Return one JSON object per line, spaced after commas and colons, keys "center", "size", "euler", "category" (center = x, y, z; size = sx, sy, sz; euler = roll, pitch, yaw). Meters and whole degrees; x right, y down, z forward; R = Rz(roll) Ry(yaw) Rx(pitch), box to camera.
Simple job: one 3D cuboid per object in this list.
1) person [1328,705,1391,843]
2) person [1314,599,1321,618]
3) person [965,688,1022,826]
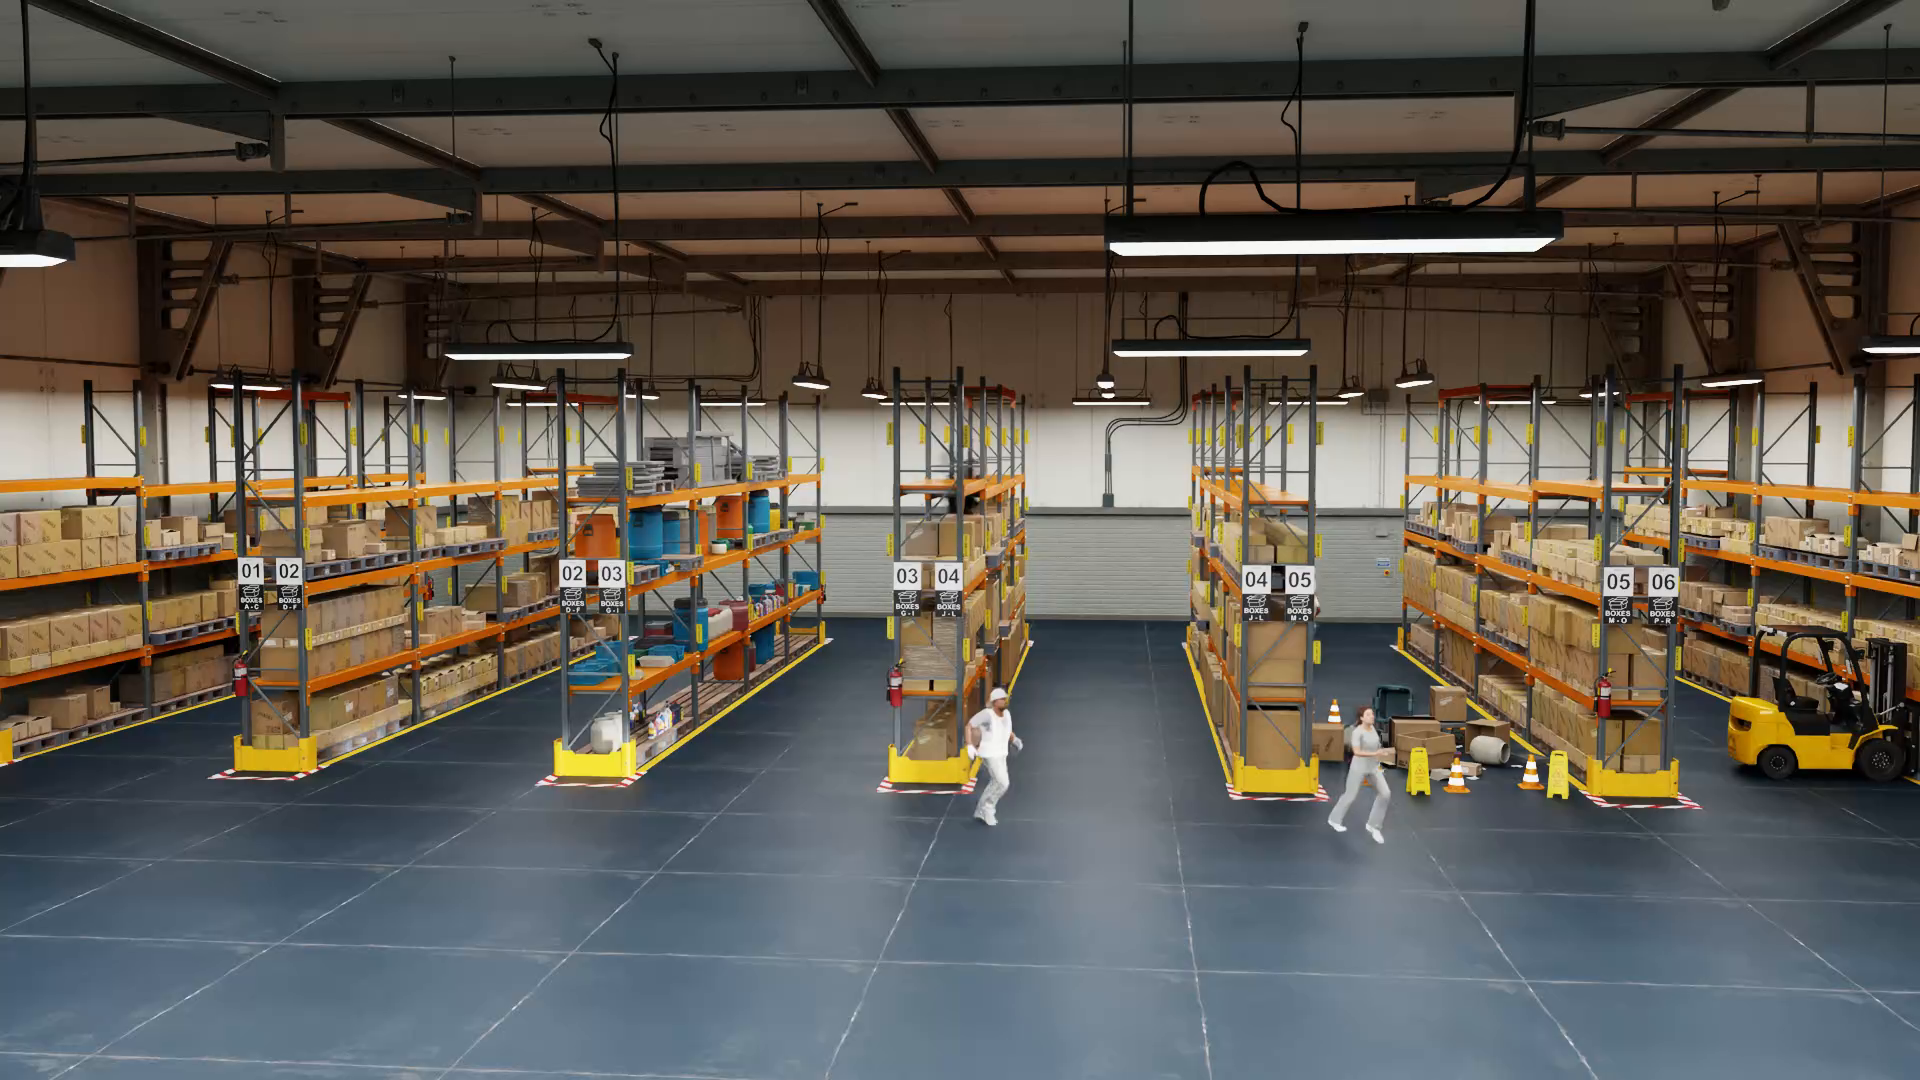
{"center": [5.006, 2.885, 20.685], "size": [0.571, 1.698, 0.876], "euler": [-2, 4, -34], "category": "person"}
{"center": [7.695, 1.817, 37.182], "size": [0.675, 1.745, 0.821], "euler": [0, 4, -4], "category": "person"}
{"center": [0.462, 2.807, 21.435], "size": [0.705, 1.795, 0.696], "euler": [3, 4, 35], "category": "person"}
